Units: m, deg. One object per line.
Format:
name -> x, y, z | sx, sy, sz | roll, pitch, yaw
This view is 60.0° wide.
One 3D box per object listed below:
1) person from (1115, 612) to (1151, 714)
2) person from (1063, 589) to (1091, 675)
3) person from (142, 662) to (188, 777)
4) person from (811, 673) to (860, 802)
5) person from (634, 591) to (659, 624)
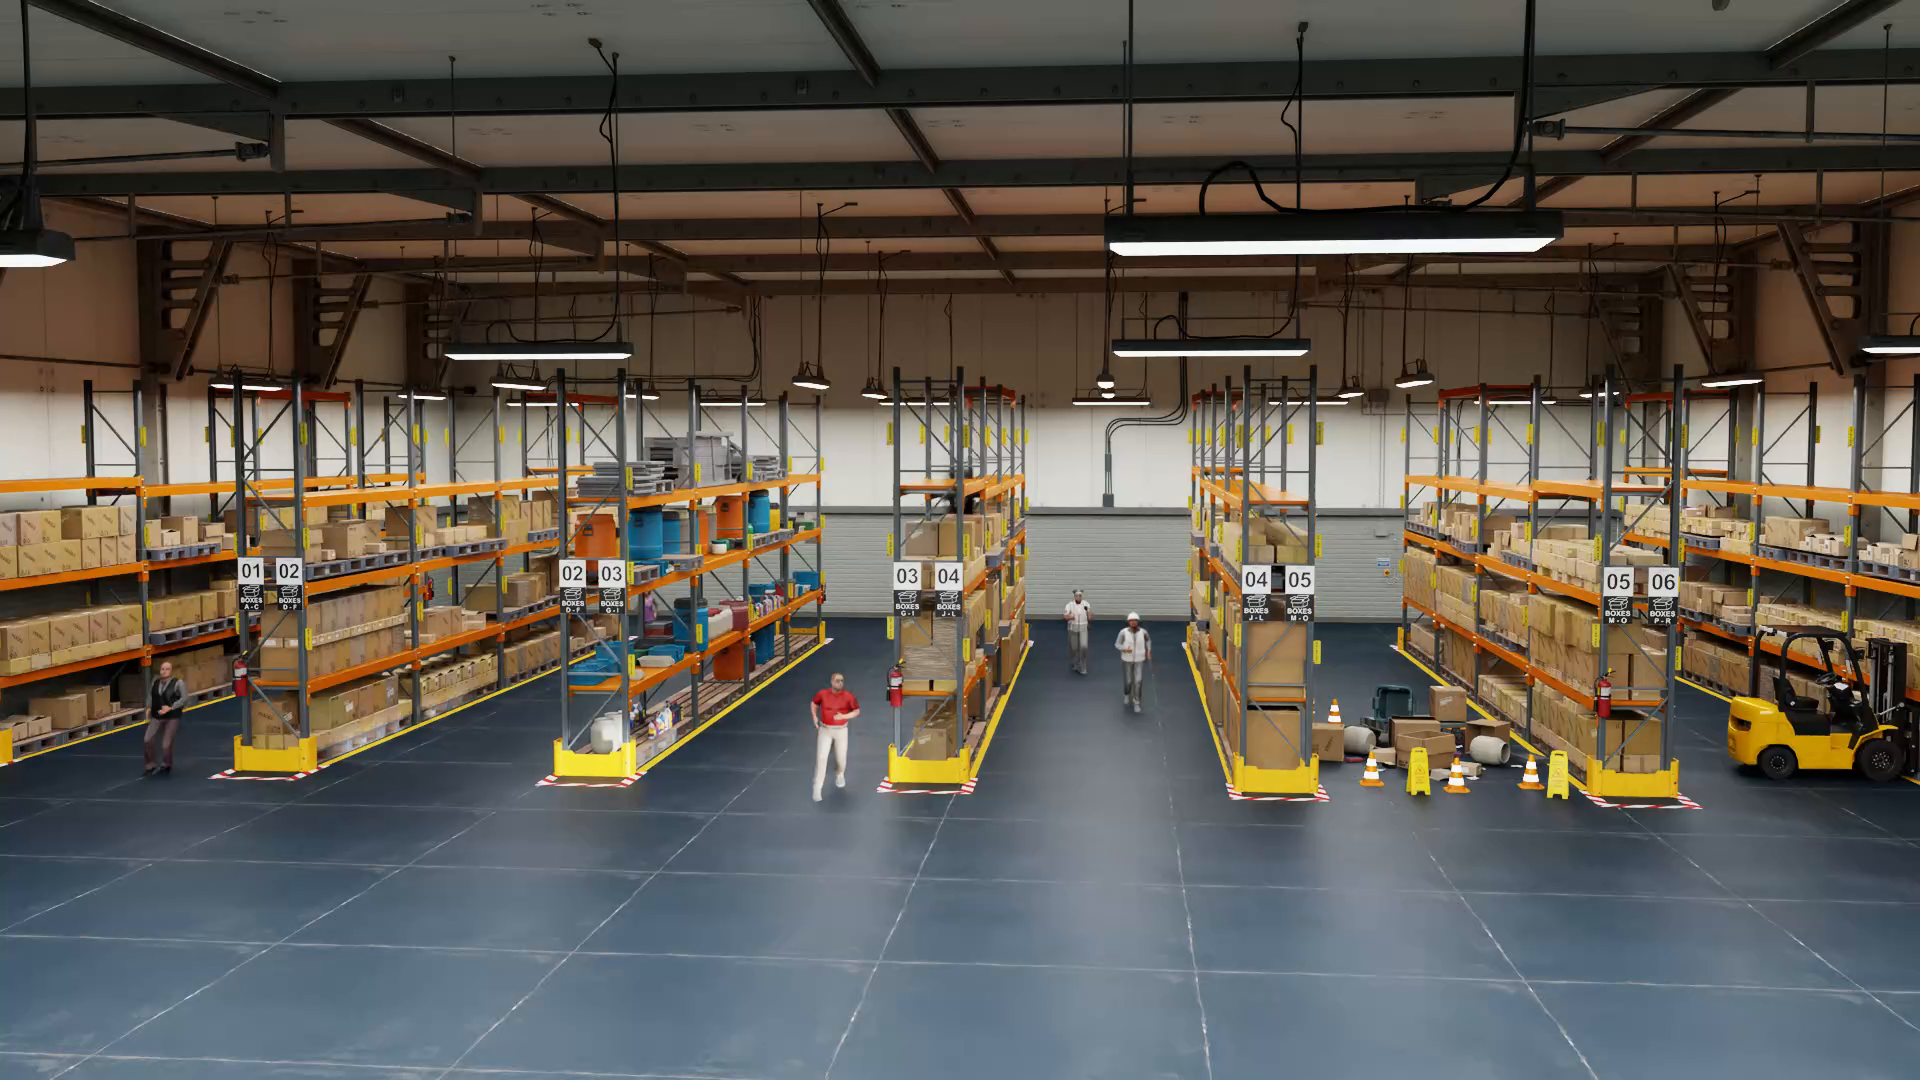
person -> 3.172, 2.220, 30.455 | 0.675, 1.803, 0.851 | 0, 4, 0
person -> 2.494, 1.944, 35.286 | 0.609, 1.847, 0.849 | 0, 4, 0
person -> -11.776, 2.685, 24.626 | 0.649, 1.742, 0.611 | 0, 4, -4
person -> -1.740, 2.718, 23.244 | 0.679, 1.724, 0.932 | 0, 4, -6
person -> -7.081, 1.853, 37.497 | 0.539, 1.604, 0.870 | 0, 4, -2
